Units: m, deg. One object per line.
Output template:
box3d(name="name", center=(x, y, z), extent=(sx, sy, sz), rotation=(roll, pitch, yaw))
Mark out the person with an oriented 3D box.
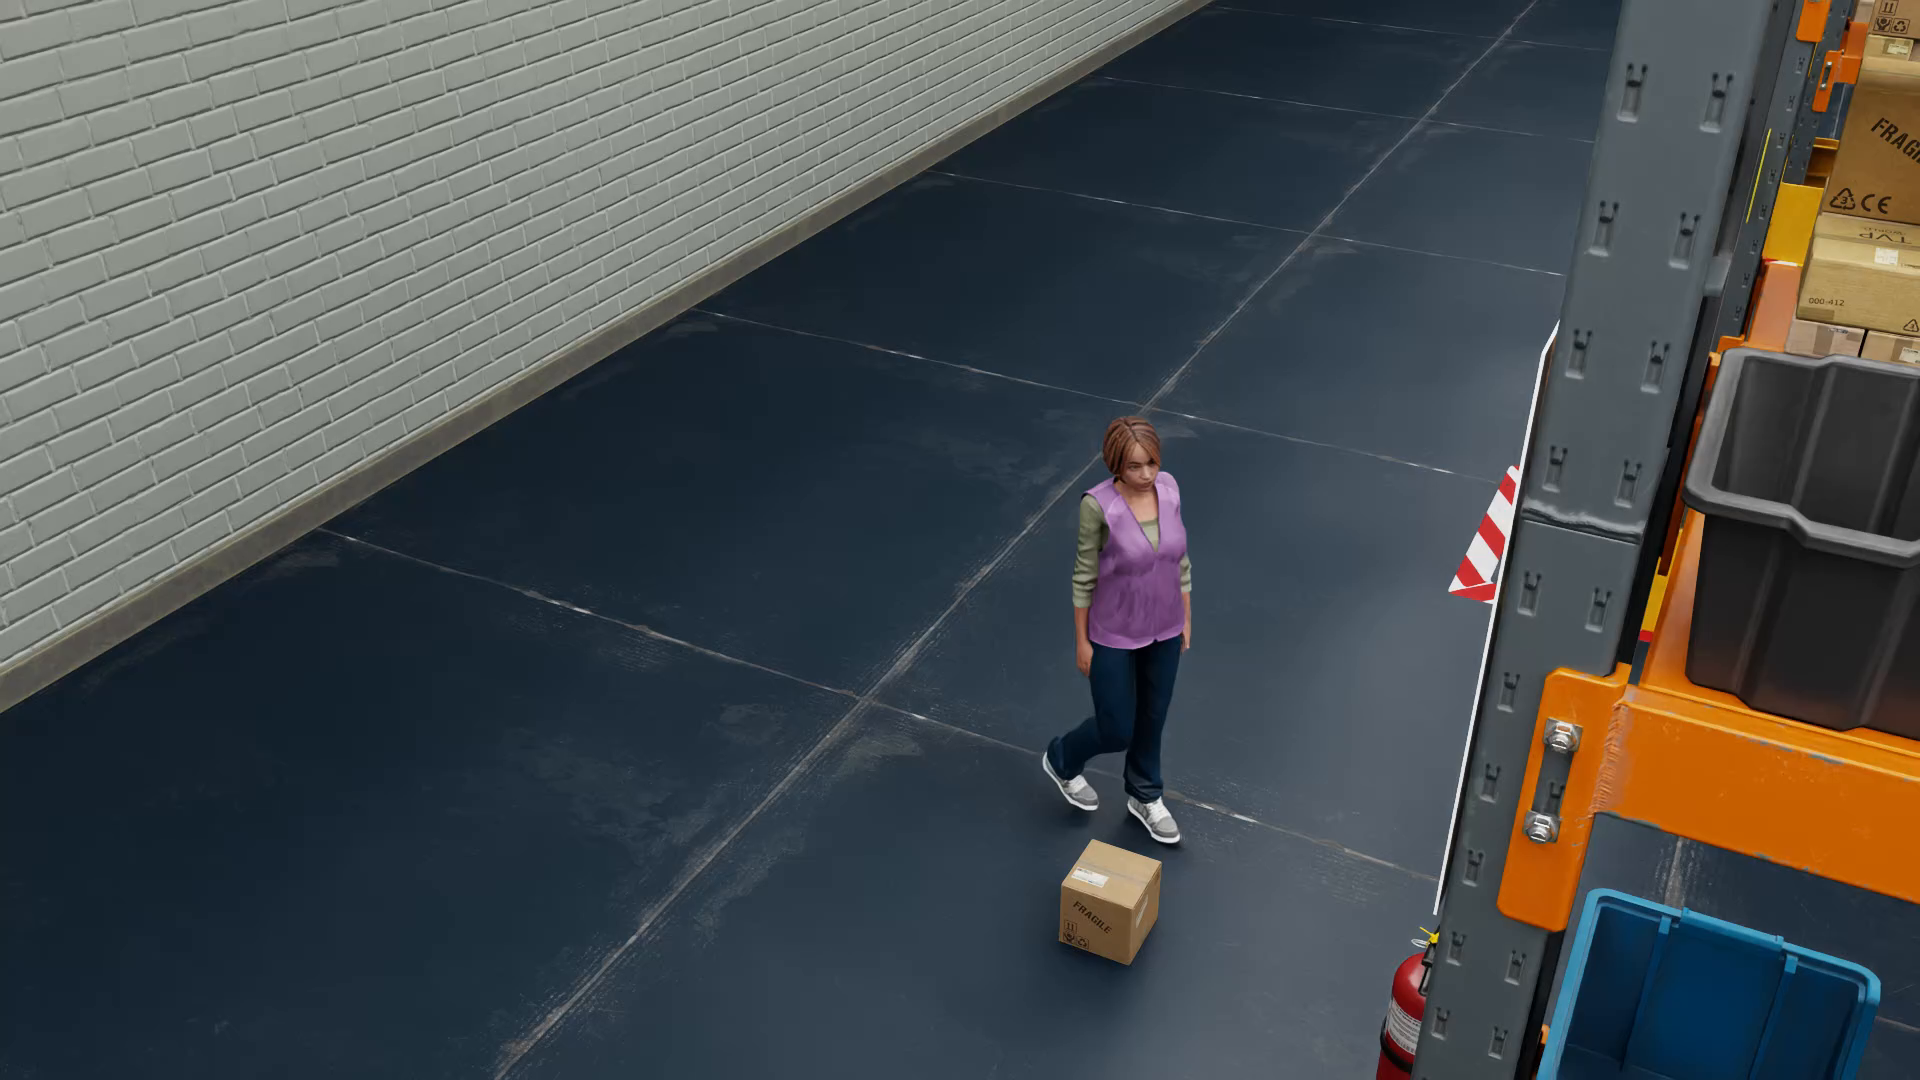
box3d(name="person", center=(0.575, 0.303, 5.612), extent=(0.424, 1.599, 0.497), rotation=(-17, 35, -27))
